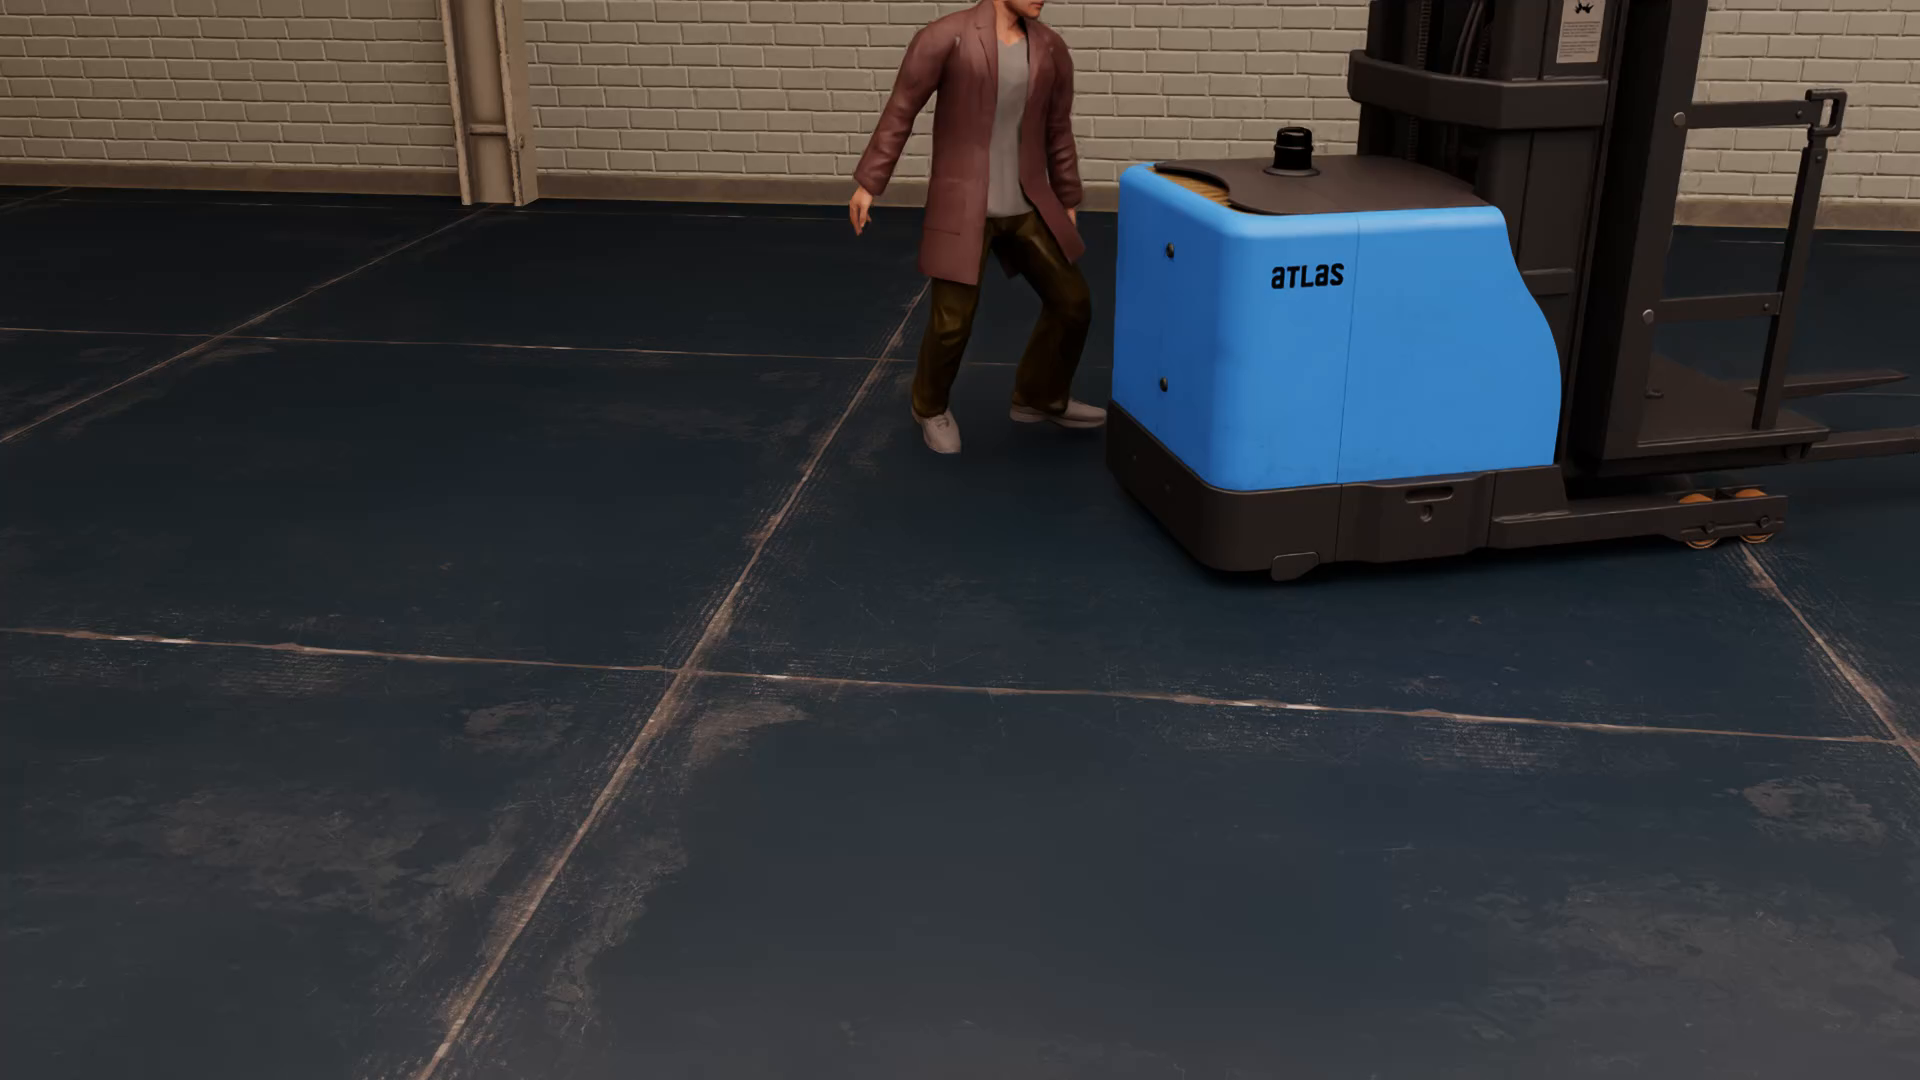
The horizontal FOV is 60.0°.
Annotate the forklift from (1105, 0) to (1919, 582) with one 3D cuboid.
[{"bbox_3d":[2.064,-1.518,5.024,3.031,2.935,1.130,-5,23,-13],"label":"forklift"}]

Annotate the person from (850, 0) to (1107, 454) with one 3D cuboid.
[{"bbox_3d":[0.084,-1.151,5.725,0.934,1.750,0.526,-8,23,-19],"label":"person"}]
